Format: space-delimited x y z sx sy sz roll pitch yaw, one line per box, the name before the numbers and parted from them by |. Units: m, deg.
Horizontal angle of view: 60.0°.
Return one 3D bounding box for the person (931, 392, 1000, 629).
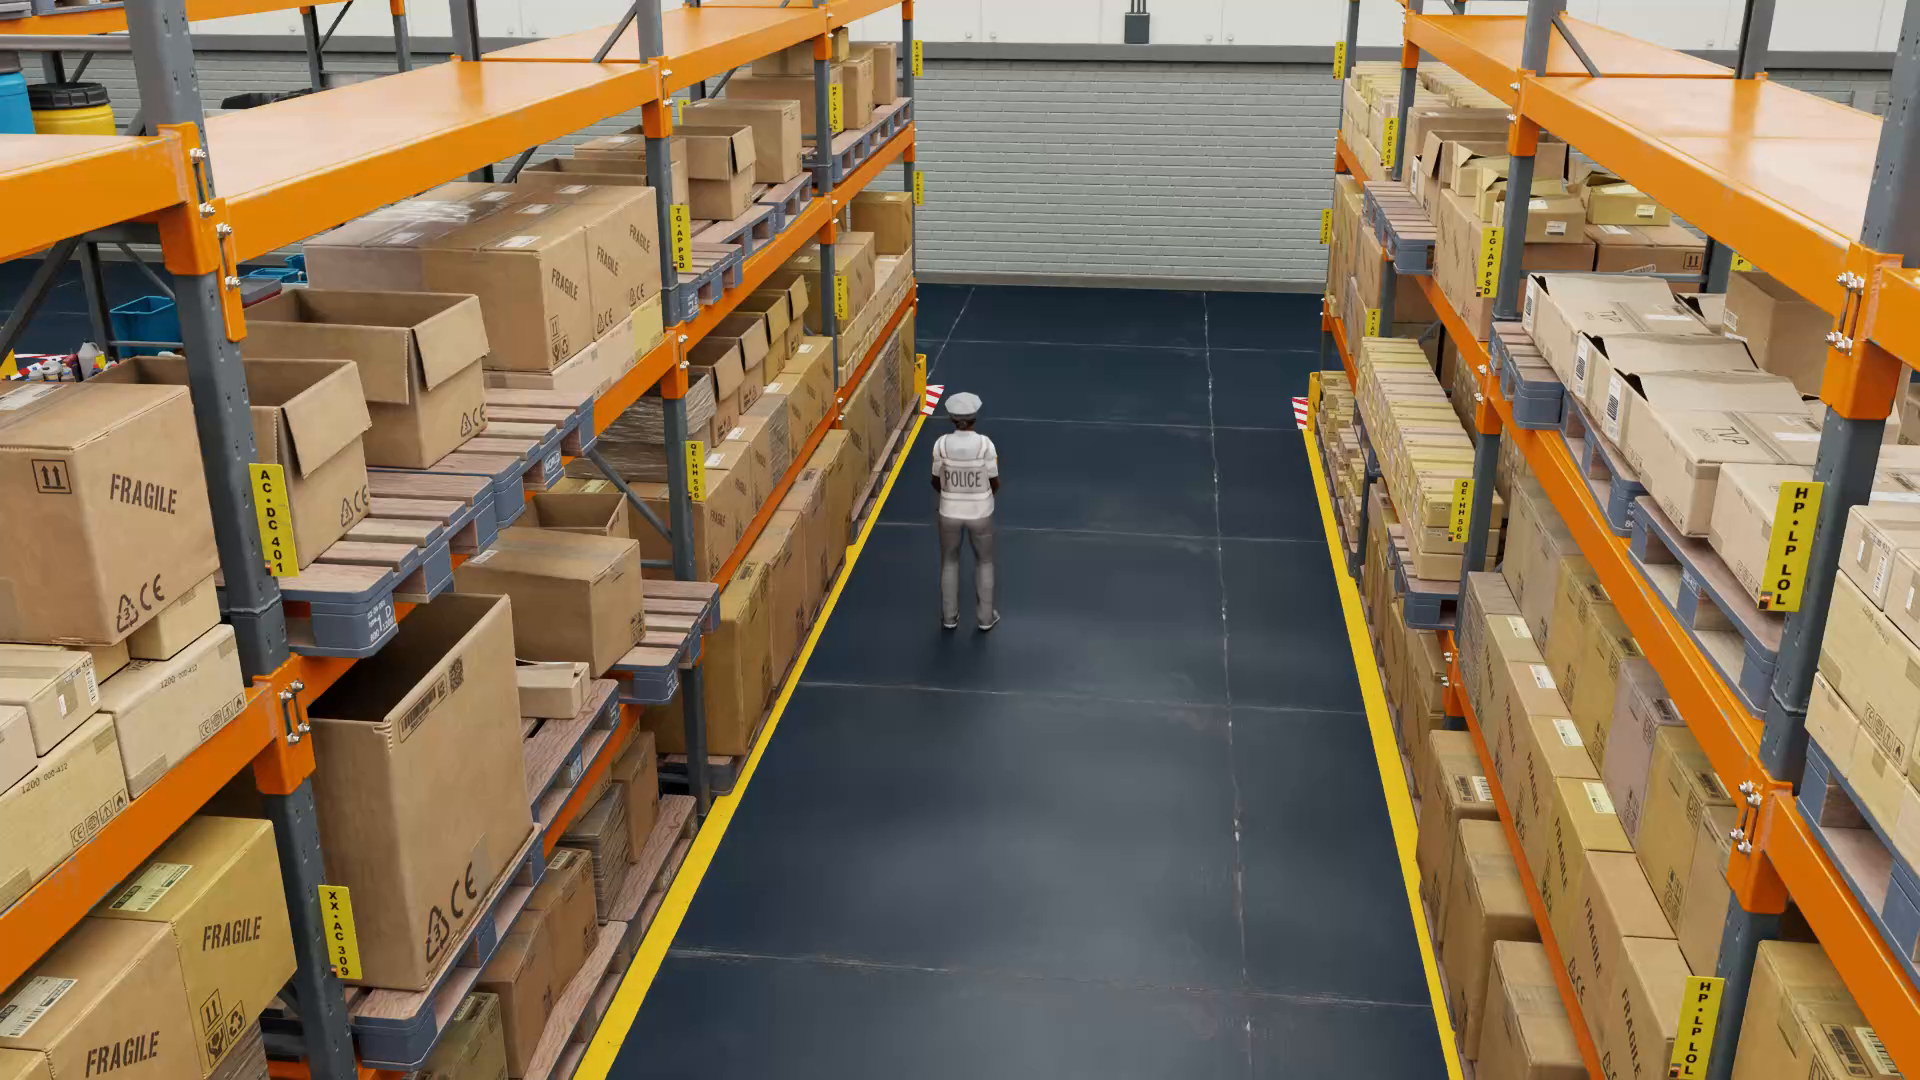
person | 0.040 -0.200 11.562 0.475 1.686 0.442 2 21 6
